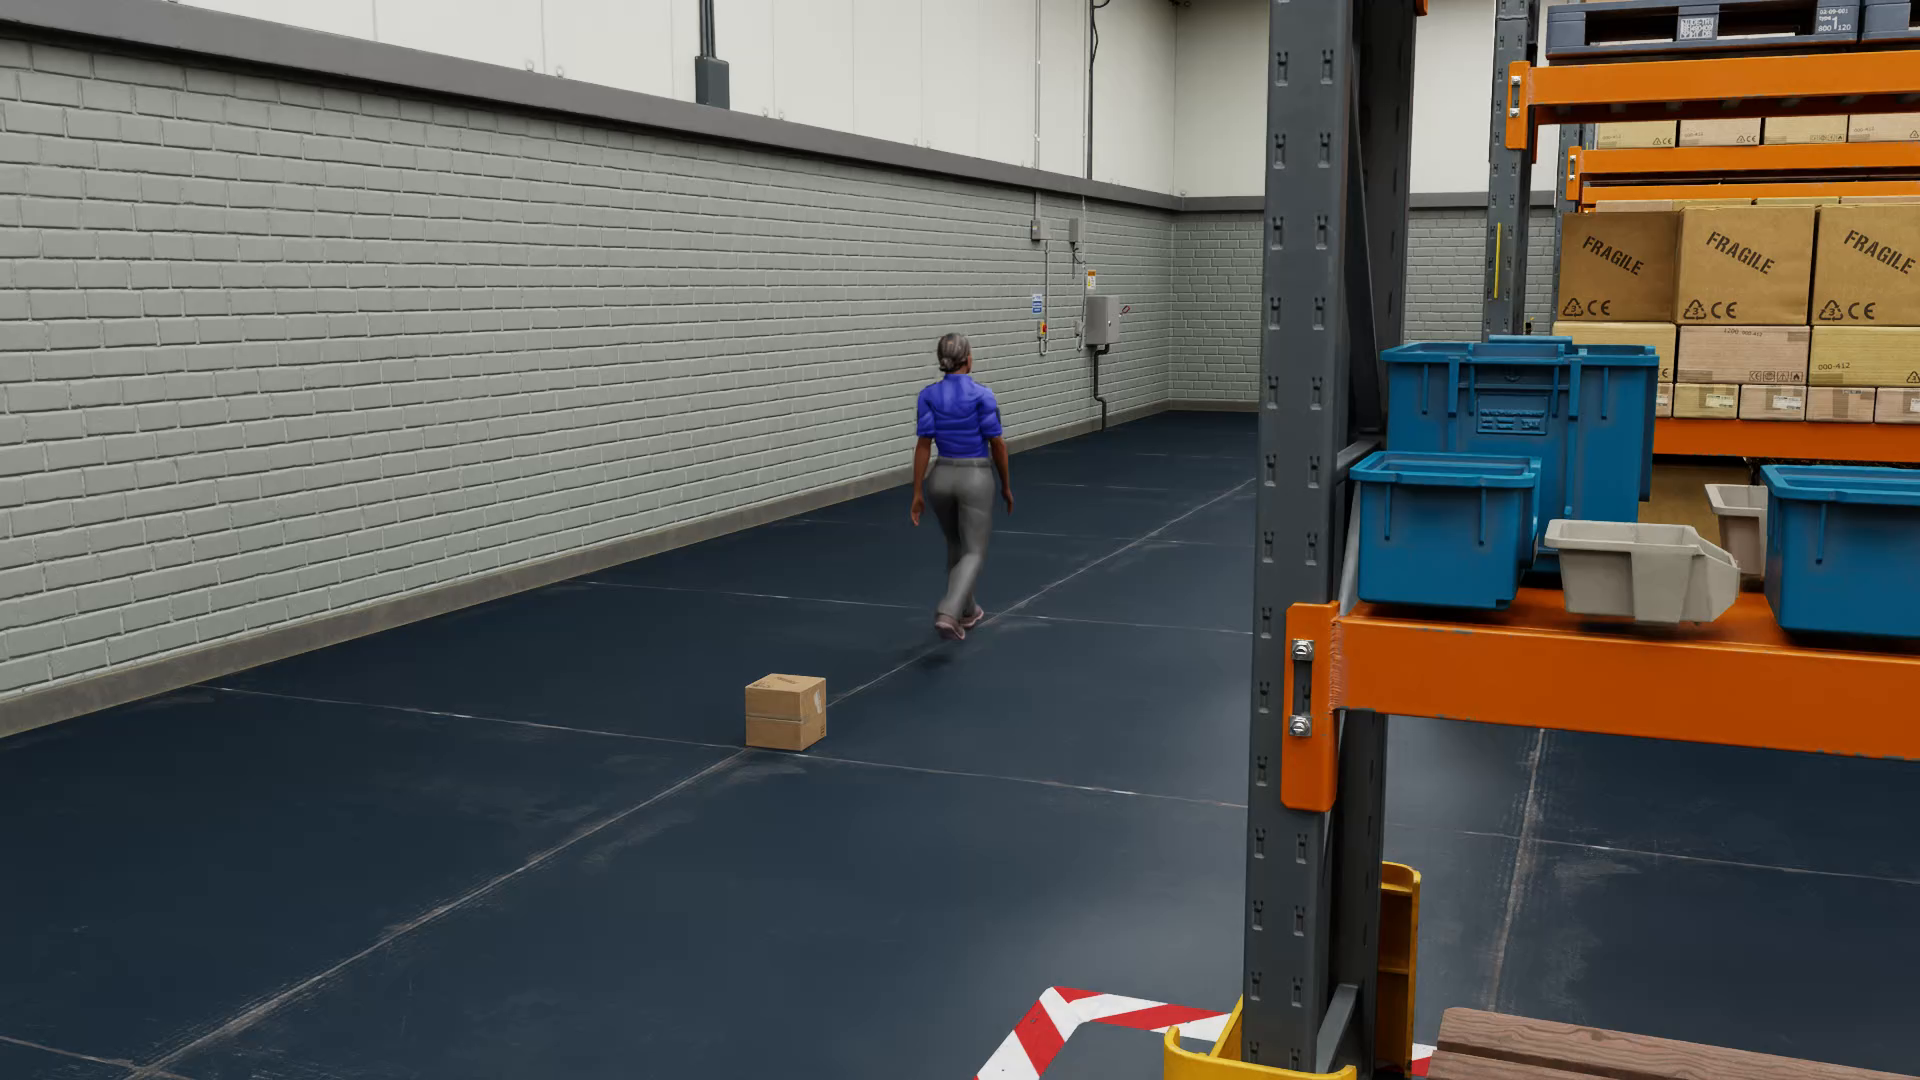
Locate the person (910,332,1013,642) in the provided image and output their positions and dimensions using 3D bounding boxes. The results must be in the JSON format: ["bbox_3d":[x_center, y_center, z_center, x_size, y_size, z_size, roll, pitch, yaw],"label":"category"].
[{"bbox_3d":[0.008,-0.275,8.653,0.470,1.599,0.995,4,10,22],"label":"person"}]
